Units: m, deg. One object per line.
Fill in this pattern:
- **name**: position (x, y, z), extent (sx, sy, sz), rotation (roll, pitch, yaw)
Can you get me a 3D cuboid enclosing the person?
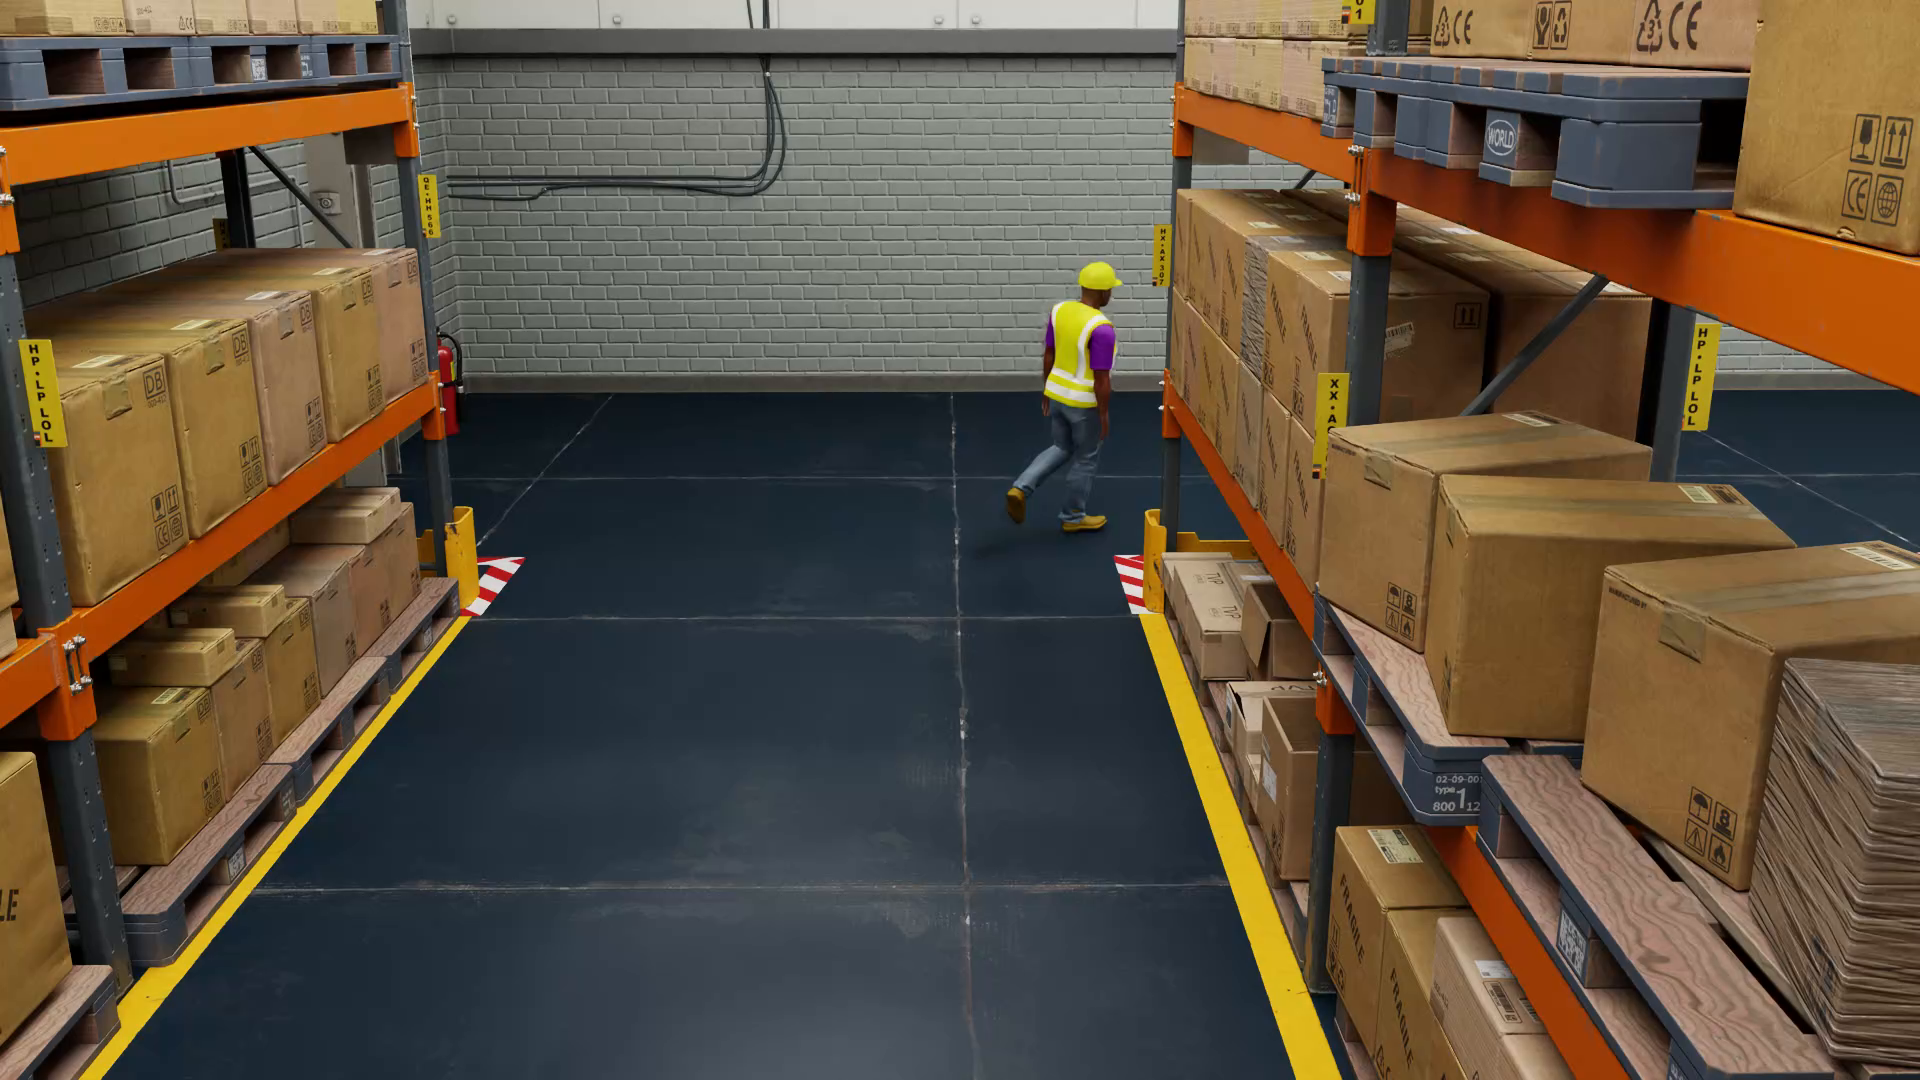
- **person**: position (0.687, -0.852, 10.281), extent (0.686, 1.738, 0.622), rotation (-11, 20, -32)
